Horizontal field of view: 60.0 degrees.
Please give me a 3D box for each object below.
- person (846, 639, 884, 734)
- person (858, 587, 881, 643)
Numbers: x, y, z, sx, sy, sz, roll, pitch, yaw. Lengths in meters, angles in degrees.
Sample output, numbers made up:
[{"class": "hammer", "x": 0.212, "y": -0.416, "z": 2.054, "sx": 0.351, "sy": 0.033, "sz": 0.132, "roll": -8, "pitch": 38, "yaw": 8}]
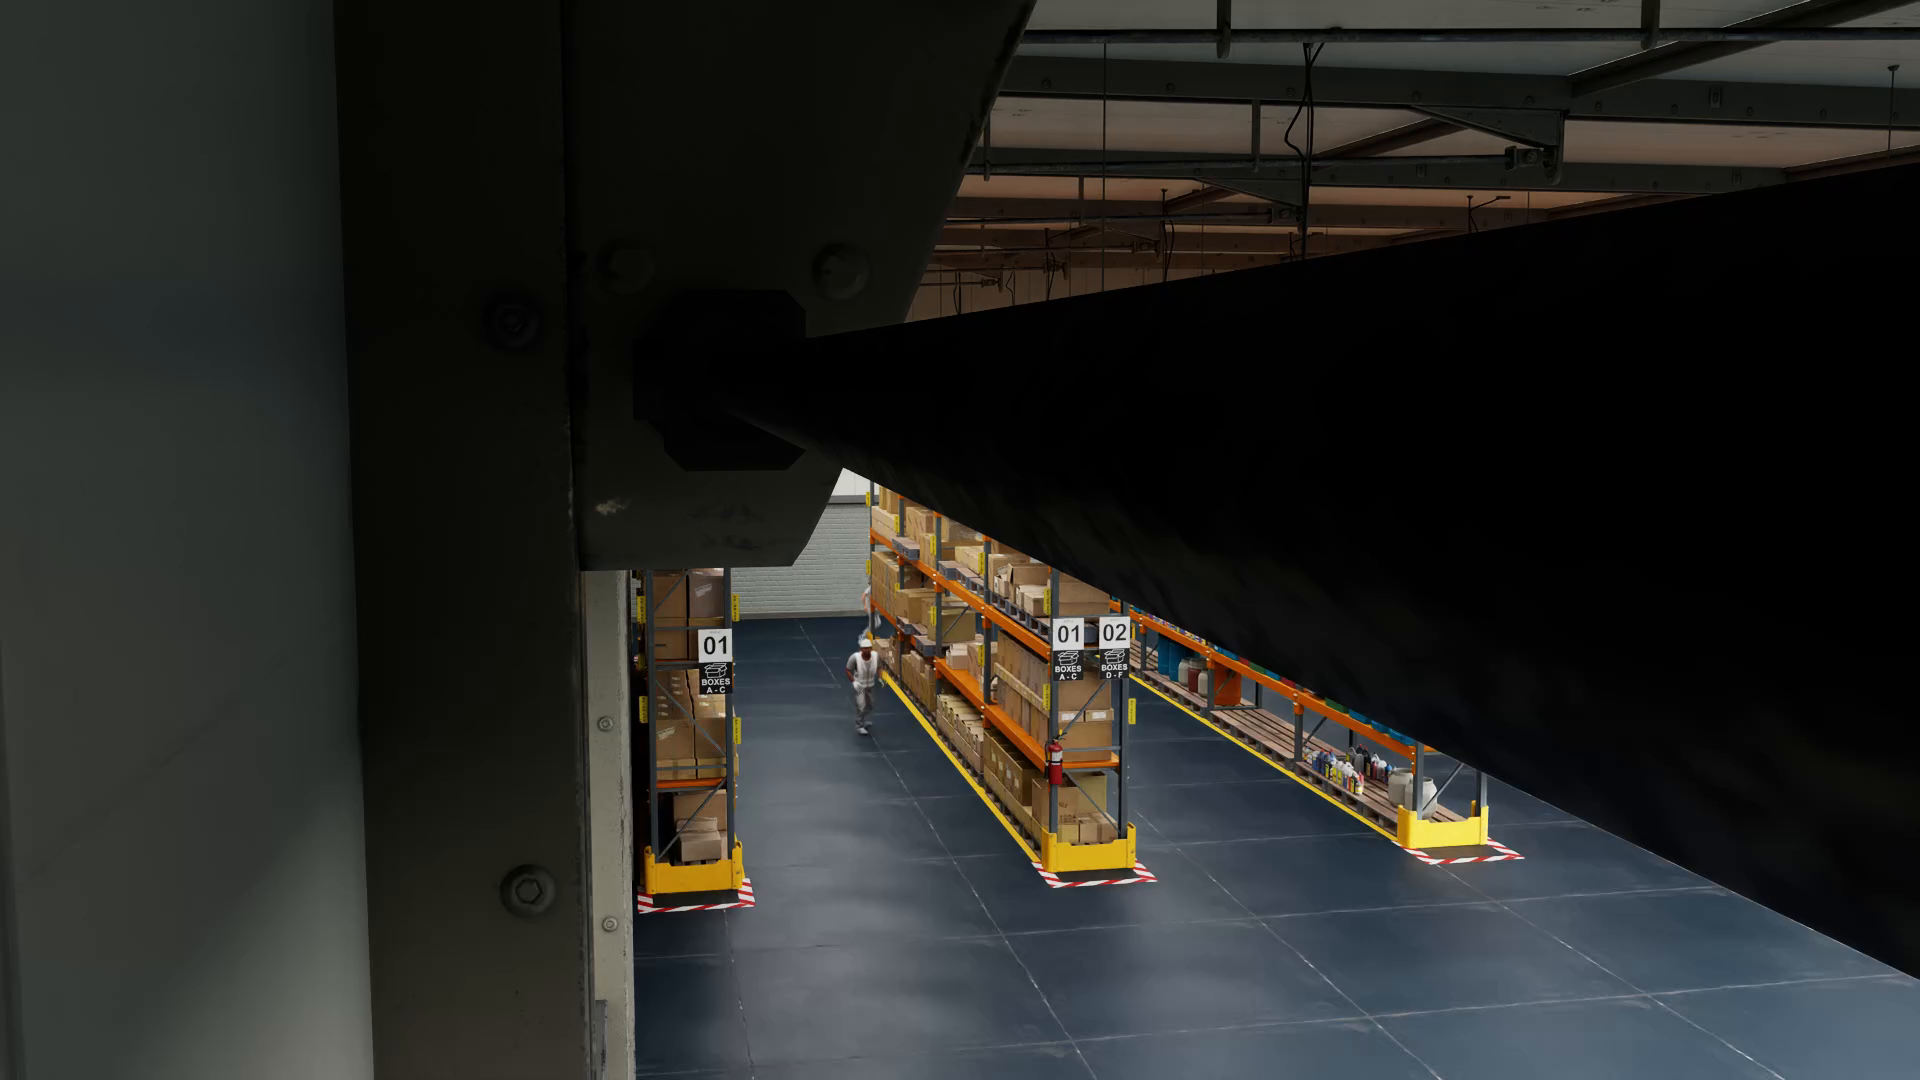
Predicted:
[{"class": "person", "x": -1.688, "y": 2.493, "z": 28.692, "sx": 0.668, "sy": 1.679, "sz": 0.855, "roll": -4, "pitch": 7, "yaw": -31}, {"class": "person", "x": -1.983, "y": 1.591, "z": 37.875, "sx": 0.721, "sy": 1.591, "sz": 0.572, "roll": 2, "pitch": 6, "yaw": 18}]
